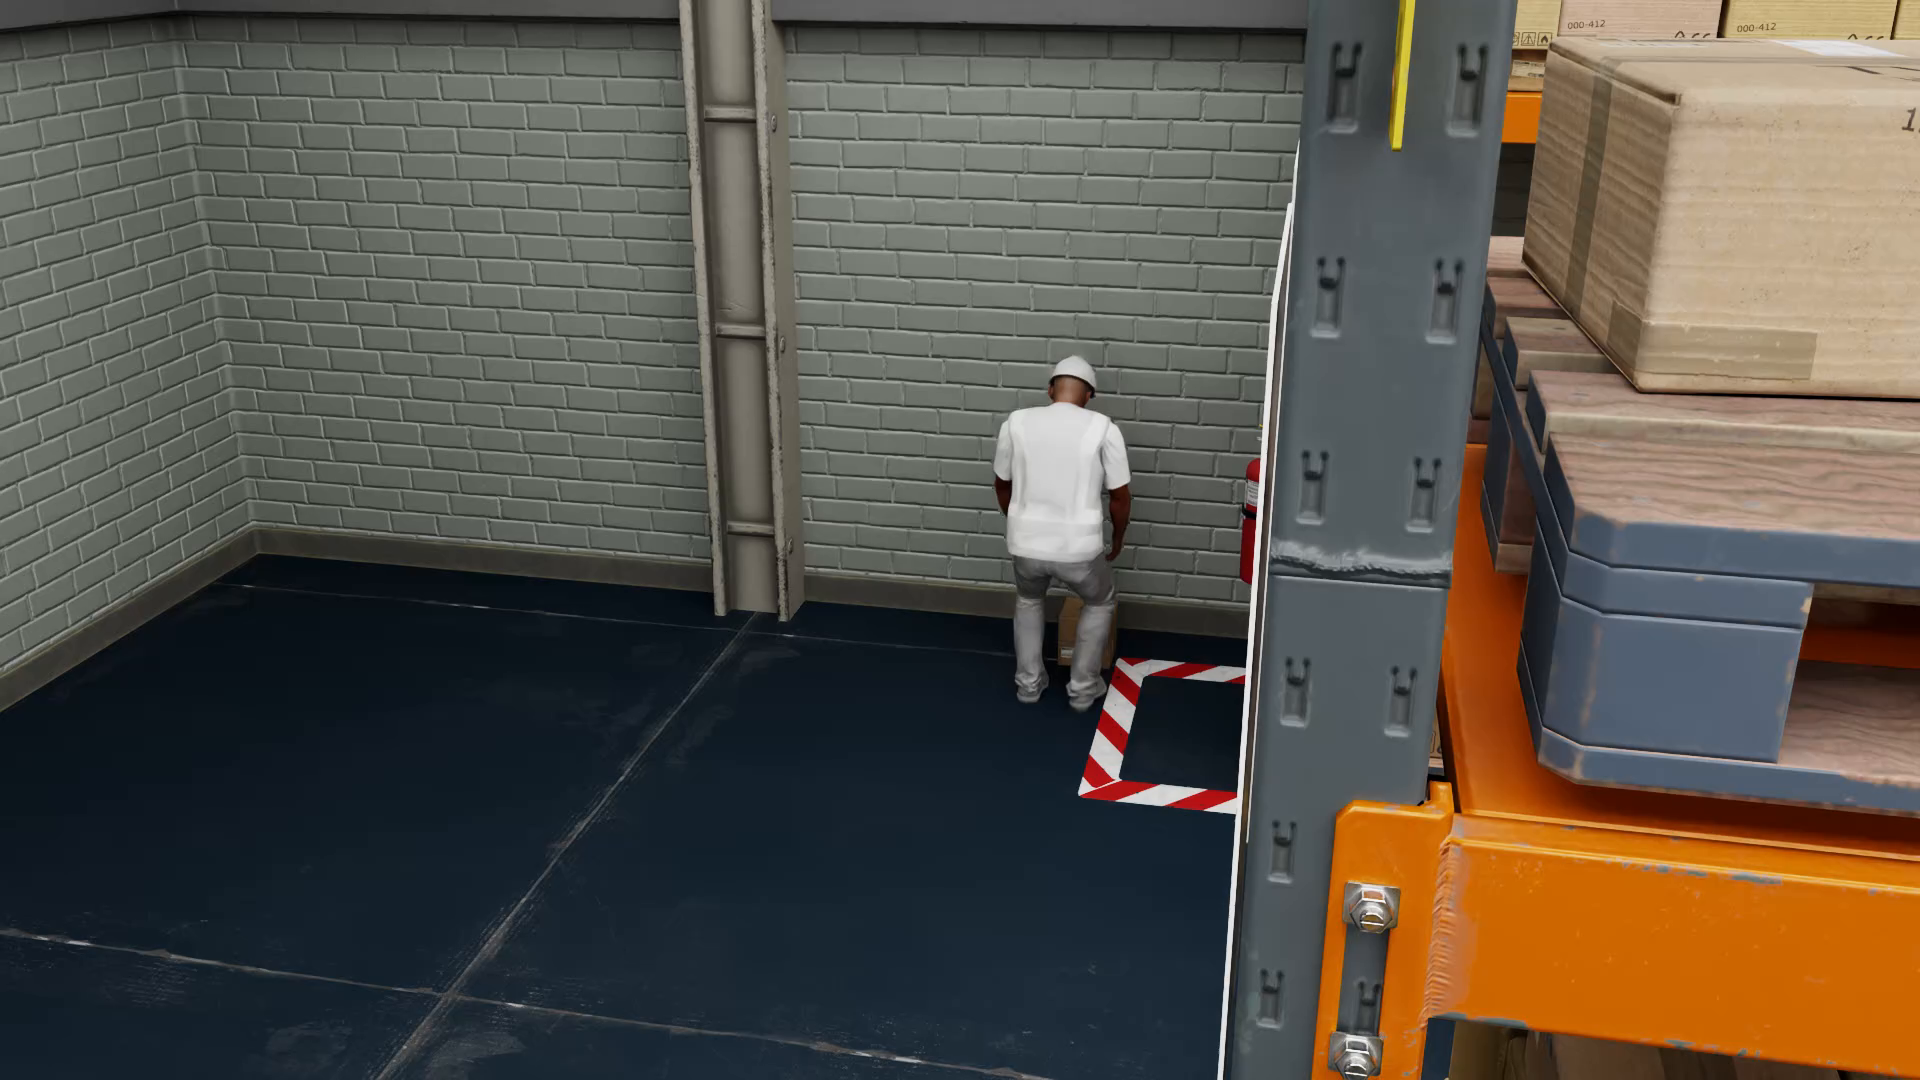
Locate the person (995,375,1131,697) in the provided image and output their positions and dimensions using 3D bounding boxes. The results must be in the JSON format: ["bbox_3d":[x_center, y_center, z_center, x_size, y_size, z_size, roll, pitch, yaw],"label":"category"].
[{"bbox_3d":[0.433,-0.036,7.410,0.624,1.448,0.609,8,23,19],"label":"person"}]
